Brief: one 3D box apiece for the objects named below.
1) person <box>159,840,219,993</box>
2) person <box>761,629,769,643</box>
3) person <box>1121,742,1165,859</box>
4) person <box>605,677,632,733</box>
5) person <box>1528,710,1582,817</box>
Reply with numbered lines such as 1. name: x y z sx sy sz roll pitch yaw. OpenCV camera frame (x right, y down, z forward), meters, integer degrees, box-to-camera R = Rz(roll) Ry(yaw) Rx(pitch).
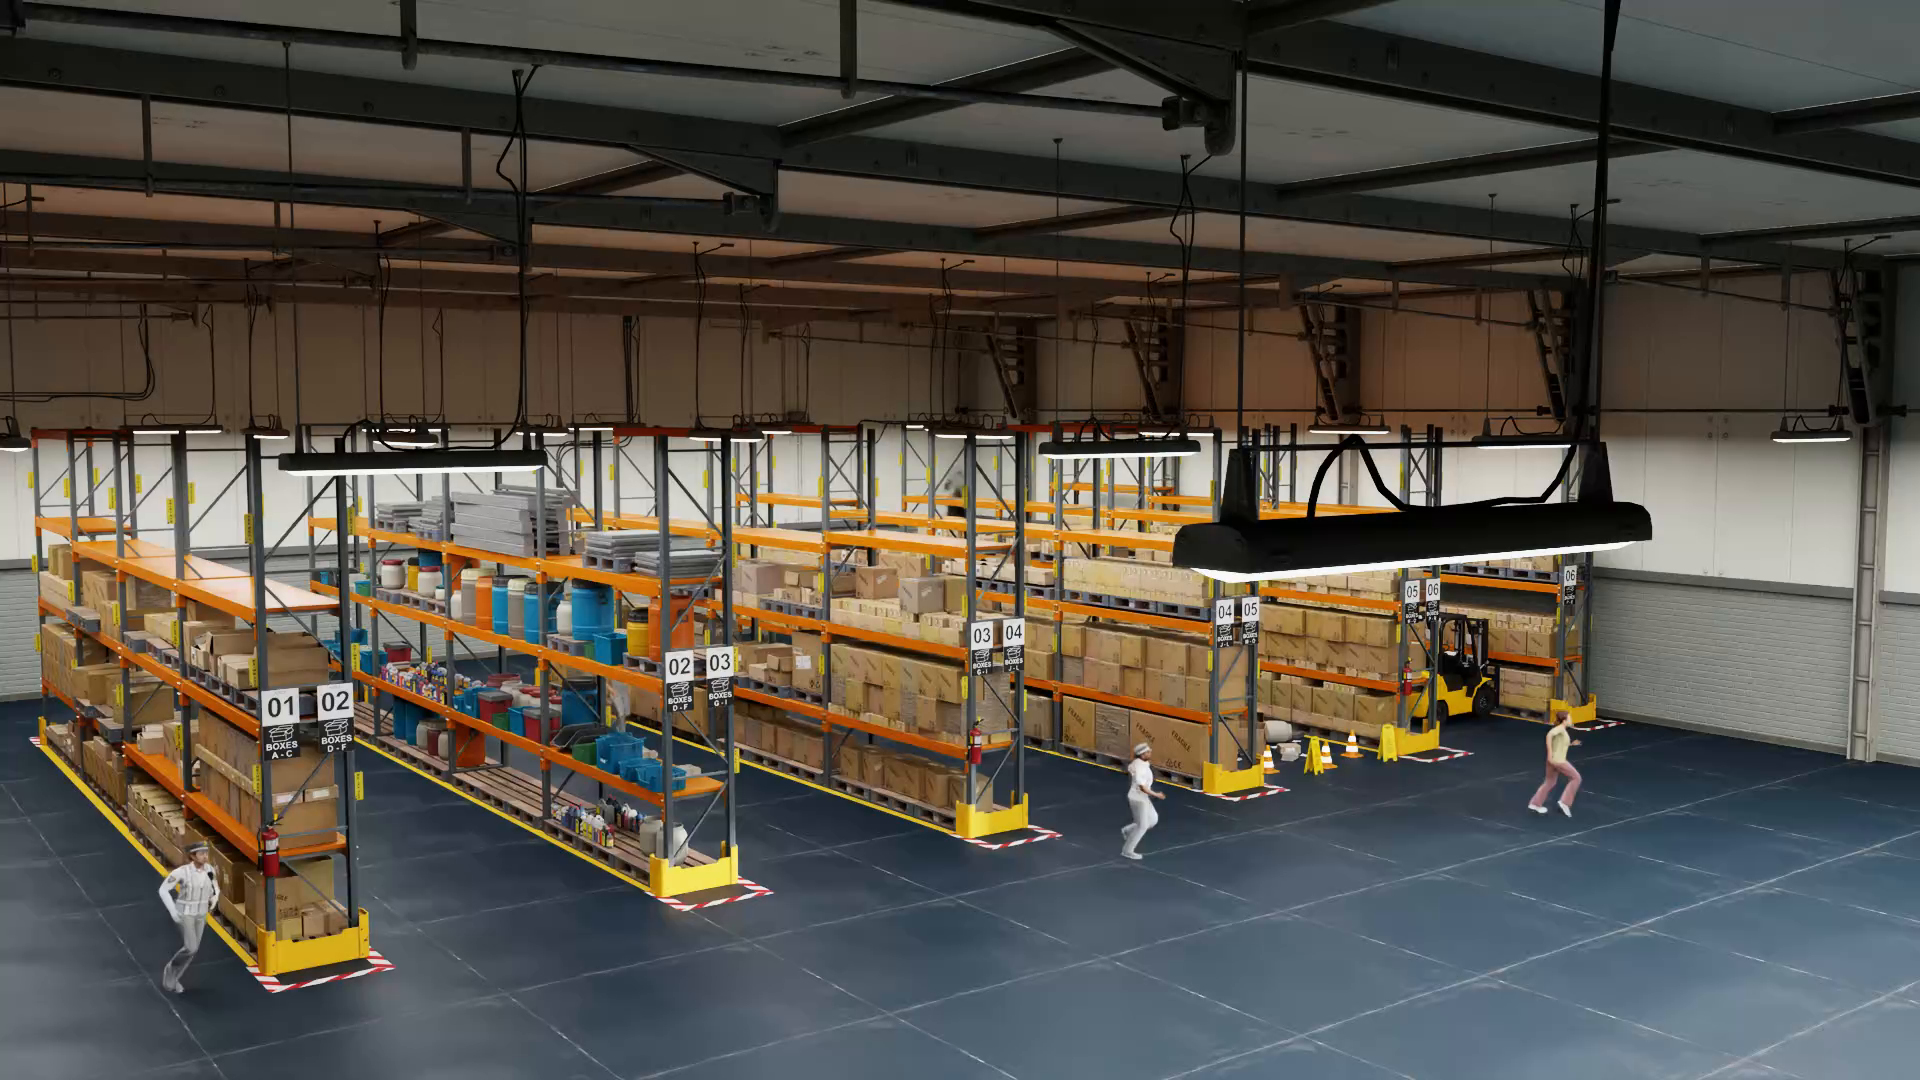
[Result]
1. person: -8.367 4.094 18.166 0.553 1.629 0.633 3 5 32
2. person: -4.998 1.947 42.195 0.627 1.852 0.732 4 6 44
3. person: 2.591 3.666 23.532 0.607 1.664 0.607 0 4 5
4. person: -6.580 3.006 31.978 0.562 1.644 0.618 -3 5 -35
5. person: 9.251 3.472 25.833 0.796 1.668 0.602 1 5 11
